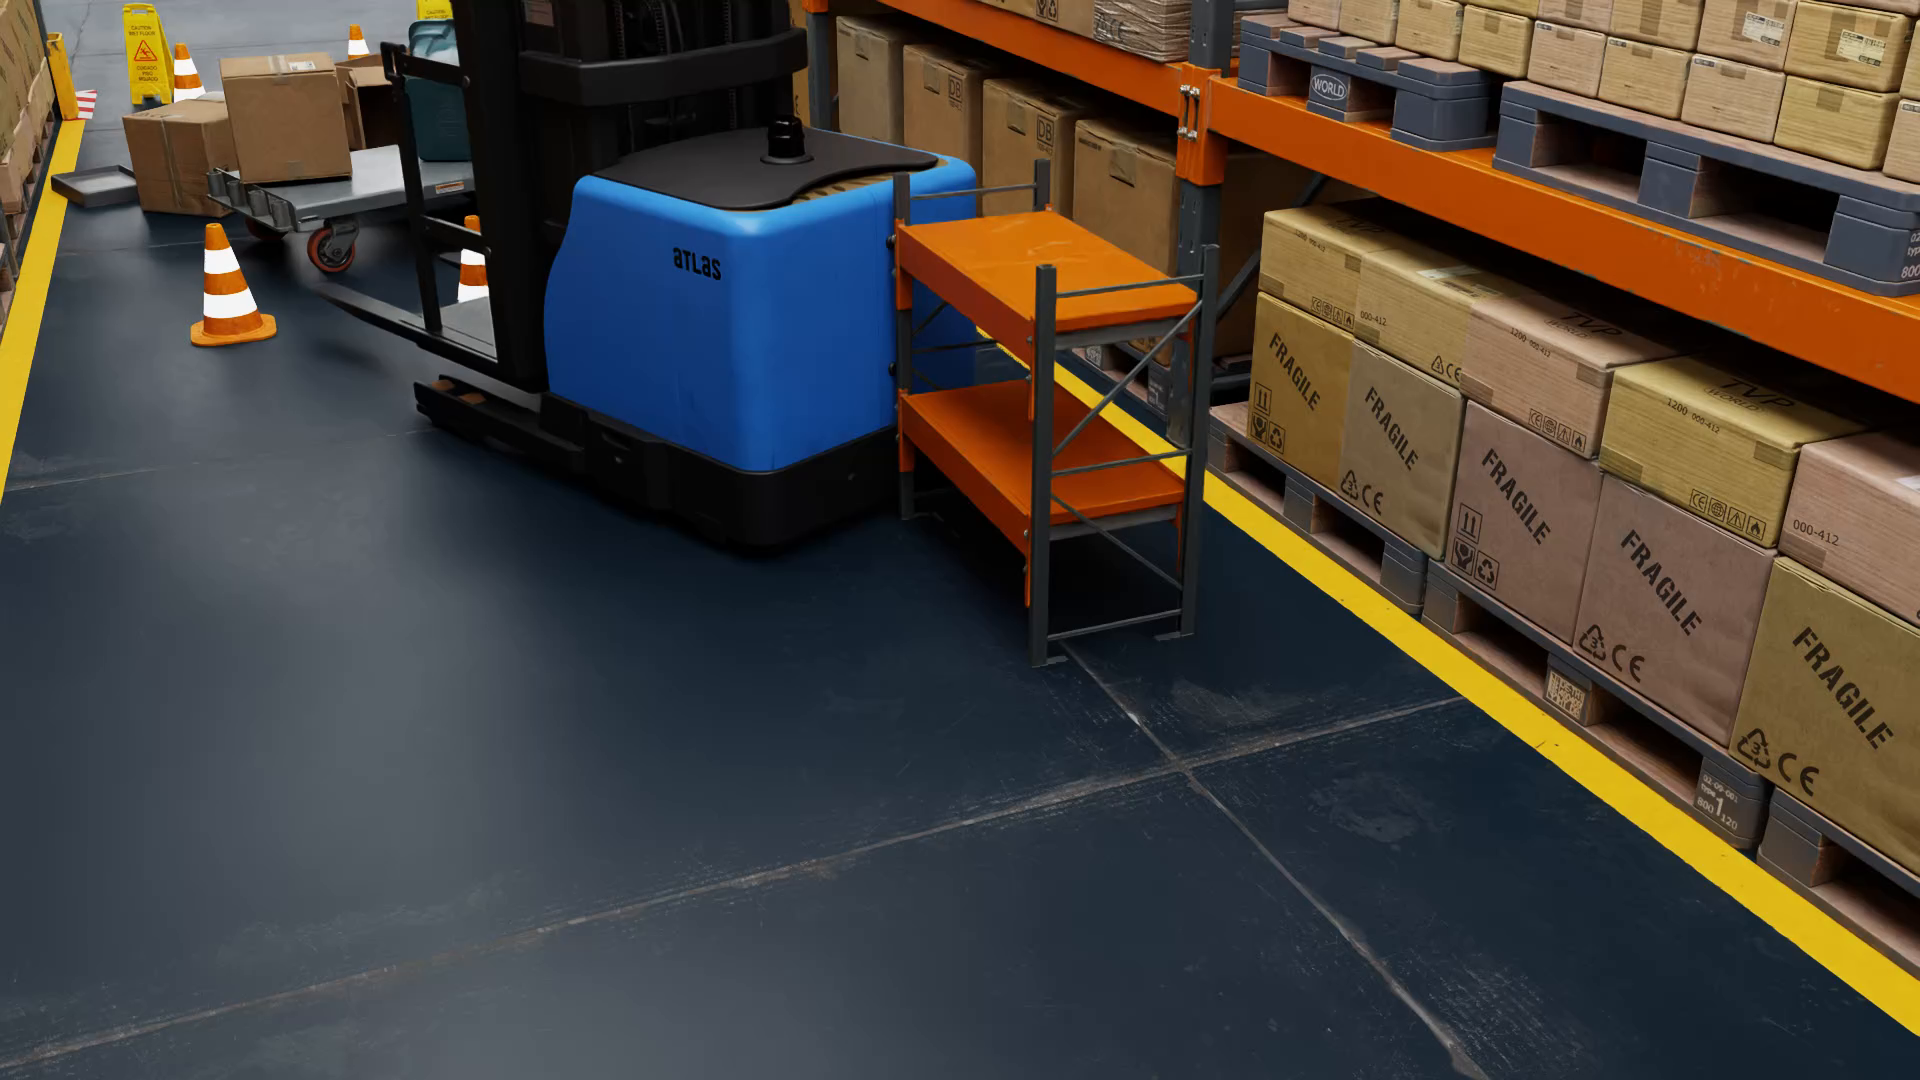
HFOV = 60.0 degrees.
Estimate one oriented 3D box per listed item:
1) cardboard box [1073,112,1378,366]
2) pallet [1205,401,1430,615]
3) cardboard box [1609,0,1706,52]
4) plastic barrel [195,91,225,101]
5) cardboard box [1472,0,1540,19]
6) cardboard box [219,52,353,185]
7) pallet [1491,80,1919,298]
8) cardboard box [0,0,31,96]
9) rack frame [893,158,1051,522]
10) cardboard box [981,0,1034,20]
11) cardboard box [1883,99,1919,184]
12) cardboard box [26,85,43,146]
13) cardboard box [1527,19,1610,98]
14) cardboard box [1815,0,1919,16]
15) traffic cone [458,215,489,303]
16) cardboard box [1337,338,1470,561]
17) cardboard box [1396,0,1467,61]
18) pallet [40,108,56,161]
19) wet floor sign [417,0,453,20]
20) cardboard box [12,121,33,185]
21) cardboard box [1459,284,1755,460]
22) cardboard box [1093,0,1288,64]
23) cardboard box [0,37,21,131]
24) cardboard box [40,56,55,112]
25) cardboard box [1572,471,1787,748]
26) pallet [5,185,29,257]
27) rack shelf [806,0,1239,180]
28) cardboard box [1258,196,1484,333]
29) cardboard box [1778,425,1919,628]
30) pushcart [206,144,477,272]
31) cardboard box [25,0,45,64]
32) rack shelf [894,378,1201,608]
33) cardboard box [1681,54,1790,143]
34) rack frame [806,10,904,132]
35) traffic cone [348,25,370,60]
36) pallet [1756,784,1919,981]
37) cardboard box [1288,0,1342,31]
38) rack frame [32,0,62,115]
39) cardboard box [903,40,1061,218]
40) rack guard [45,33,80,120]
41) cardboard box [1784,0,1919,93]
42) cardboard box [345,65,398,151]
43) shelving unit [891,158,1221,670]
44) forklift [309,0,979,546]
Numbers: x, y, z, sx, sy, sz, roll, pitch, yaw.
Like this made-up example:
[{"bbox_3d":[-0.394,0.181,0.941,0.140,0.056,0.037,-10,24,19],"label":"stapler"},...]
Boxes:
[{"bbox_3d":[1.068,-1.209,6.393,1.050,0.750,0.750,-11,28,-21],"label":"cardboard box"},{"bbox_3d":[1.529,-0.201,5.421,1.003,0.211,1.213,-11,28,-21],"label":"pallet"},{"bbox_3d":[1.734,-1.230,3.819,0.380,0.149,0.250,-11,28,-21],"label":"cardboard box"},{"bbox_3d":[-4.222,-2.377,9.636,0.512,0.421,0.421,8,27,15],"label":"plastic barrel"},{"bbox_3d":[1.543,-1.432,4.232,0.380,0.149,0.250,-10,28,-20],"label":"cardboard box"},{"bbox_3d":[-3.231,-2.028,7.971,0.500,0.500,0.500,-11,28,-21],"label":"cardboard box"},{"bbox_3d":[2.037,-0.892,3.876,1.003,0.211,1.213,-11,28,-21],"label":"pallet"},{"bbox_3d":[-5.472,-2.705,9.171,0.500,0.500,0.500,-11,28,-22],"label":"cardboard box"},{"bbox_3d":[0.039,-0.613,5.223,0.500,1.125,0.032,-10,28,-20],"label":"rack frame"},{"bbox_3d":[0.411,-2.354,6.538,0.500,0.500,0.500,-11,28,-21],"label":"cardboard box"},{"bbox_3d":[2.043,-0.775,3.227,0.380,0.149,0.250,-12,28,-23],"label":"cardboard box"},{"bbox_3d":[-5.454,-2.360,9.321,0.500,0.250,0.500,-12,28,-22],"label":"cardboard box"},{"bbox_3d":[1.638,-1.197,4.091,0.380,0.149,0.250,-10,28,-19],"label":"cardboard box"},{"bbox_3d":[1.944,-1.153,3.322,0.380,0.149,0.250,-12,28,-23],"label":"cardboard box"},{"bbox_3d":[-2.050,-1.148,7.074,0.336,0.463,0.334,-11,28,-21],"label":"traffic cone"},{"bbox_3d":[1.466,-0.304,4.823,0.500,0.500,0.500,-10,28,-20],"label":"cardboard box"},{"bbox_3d":[1.425,-1.413,4.533,0.380,0.149,0.250,-9,27,-18],"label":"cardboard box"},{"bbox_3d":[-6.109,-2.490,10.110,1.003,0.211,1.213,-11,28,-21],"label":"pallet"},{"bbox_3d":[-3.742,-3.613,11.915,0.267,0.644,0.232,-16,30,-29],"label":"wet floor sign"},{"bbox_3d":[-5.060,-1.945,8.469,0.500,0.250,0.500,-9,27,-18],"label":"cardboard box"},{"bbox_3d":[1.652,-0.446,4.260,0.500,0.250,0.500,-10,28,-20],"label":"cardboard box"},{"bbox_3d":[0.801,-1.951,5.712,0.500,0.500,0.500,-11,28,-21],"label":"cardboard box"},{"bbox_3d":[-5.061,-2.282,8.306,0.500,0.500,0.500,-9,28,-19],"label":"cardboard box"},{"bbox_3d":[-5.851,-2.772,10.163,0.500,0.250,0.500,-11,28,-21],"label":"cardboard box"},{"bbox_3d":[1.871,0.109,3.978,0.500,0.500,0.500,-11,28,-22],"label":"cardboard box"},{"bbox_3d":[-5.153,-1.505,8.093,1.003,0.211,1.213,-11,28,-21],"label":"pallet"},{"bbox_3d":[0.441,-2.254,7.268,1.077,0.370,4.000,-11,28,-21],"label":"rack shelf"},{"bbox_3d":[1.271,-0.852,5.093,0.500,0.250,0.500,-12,28,-23],"label":"cardboard box"},{"bbox_3d":[2.077,-0.025,3.397,0.500,0.250,0.500,-9,28,-18],"label":"cardboard box"},{"bbox_3d":[-2.779,-1.727,8.357,1.648,0.377,0.936,-22,34,-38],"label":"pushcart"},{"bbox_3d":[-5.870,-3.120,10.021,0.500,0.500,0.500,-10,28,-20],"label":"cardboard box"},{"bbox_3d":[0.231,-0.187,4.907,0.538,0.278,1.000,-10,28,-20],"label":"rack shelf"},{"bbox_3d":[1.835,-0.990,3.667,0.380,0.149,0.250,-12,28,-22],"label":"cardboard box"},{"bbox_3d":[-0.342,-3.385,8.764,1.000,3.000,0.127,-11,28,-21],"label":"rack frame"},{"bbox_3d":[-4.180,-3.344,11.572,0.336,0.463,0.334,-11,28,-21],"label":"traffic cone"},{"bbox_3d":[2.484,0.784,3.404,1.003,0.211,1.213,-11,28,-21],"label":"pallet"},{"bbox_3d":[1.214,-1.630,4.978,0.380,0.149,0.250,-11,28,-21],"label":"cardboard box"},{"bbox_3d":[-6.424,-4.108,10.245,1.000,3.000,0.127,-11,28,-21],"label":"rack frame"},{"bbox_3d":[0.358,-1.937,7.884,1.050,0.750,0.750,-11,28,-21],"label":"cardboard box"},{"bbox_3d":[-6.394,-2.954,10.731,1.175,0.500,0.348,-11,28,-21],"label":"rack guard"},{"bbox_3d":[1.933,-1.023,3.395,0.380,0.149,0.250,-10,28,-20],"label":"cardboard box"},{"bbox_3d":[-3.033,-2.397,9.432,0.797,0.637,0.503,-11,28,-21],"label":"cardboard box"},{"bbox_3d":[0.231,-0.406,4.800,0.538,1.125,1.048,-10,28,-20],"label":"shelving unit"},{"bbox_3d":[-1.361,-1.832,5.661,3.031,2.935,1.130,22,33,37],"label":"forklift"}]
